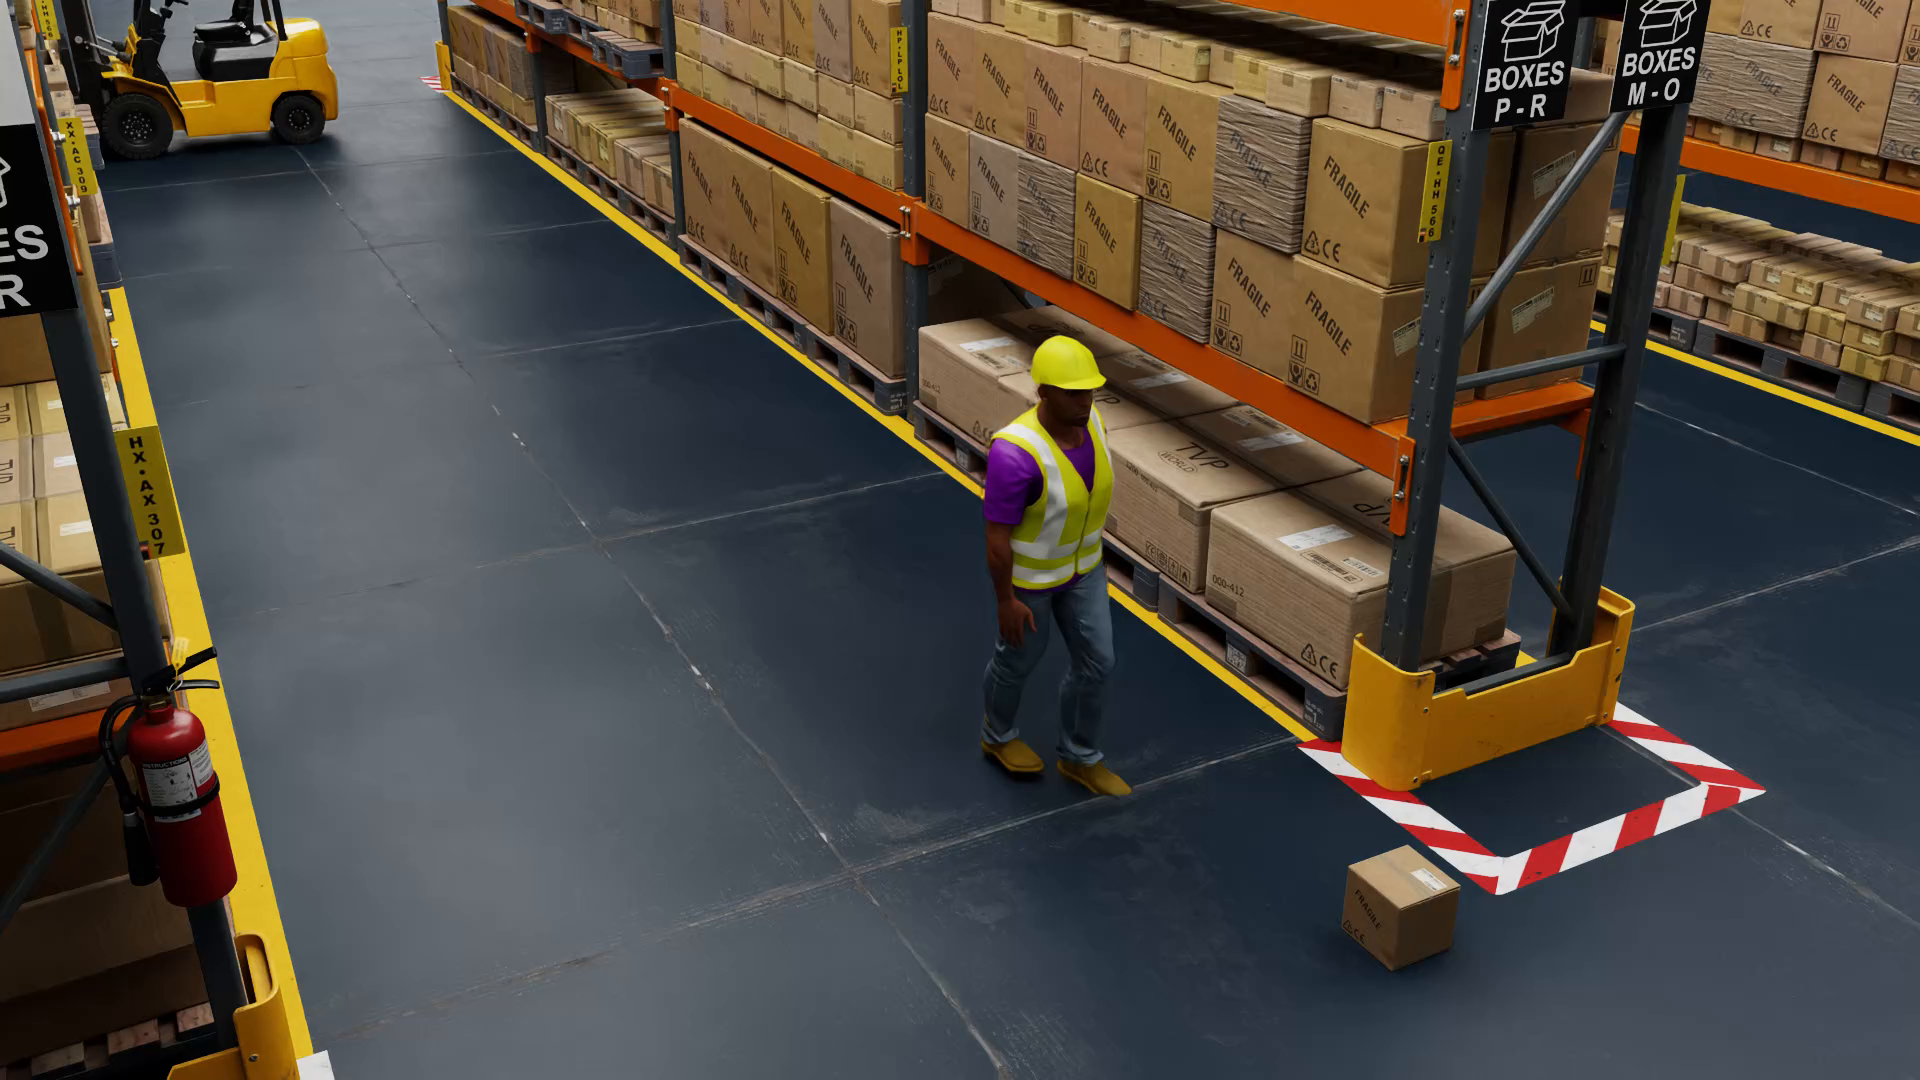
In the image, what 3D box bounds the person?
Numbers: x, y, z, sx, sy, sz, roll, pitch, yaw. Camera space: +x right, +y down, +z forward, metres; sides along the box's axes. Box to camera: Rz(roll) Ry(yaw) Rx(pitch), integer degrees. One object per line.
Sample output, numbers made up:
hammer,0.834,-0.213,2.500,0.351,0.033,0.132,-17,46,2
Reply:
person,0.284,0.120,5.866,0.607,1.804,0.590,-20,32,-36
